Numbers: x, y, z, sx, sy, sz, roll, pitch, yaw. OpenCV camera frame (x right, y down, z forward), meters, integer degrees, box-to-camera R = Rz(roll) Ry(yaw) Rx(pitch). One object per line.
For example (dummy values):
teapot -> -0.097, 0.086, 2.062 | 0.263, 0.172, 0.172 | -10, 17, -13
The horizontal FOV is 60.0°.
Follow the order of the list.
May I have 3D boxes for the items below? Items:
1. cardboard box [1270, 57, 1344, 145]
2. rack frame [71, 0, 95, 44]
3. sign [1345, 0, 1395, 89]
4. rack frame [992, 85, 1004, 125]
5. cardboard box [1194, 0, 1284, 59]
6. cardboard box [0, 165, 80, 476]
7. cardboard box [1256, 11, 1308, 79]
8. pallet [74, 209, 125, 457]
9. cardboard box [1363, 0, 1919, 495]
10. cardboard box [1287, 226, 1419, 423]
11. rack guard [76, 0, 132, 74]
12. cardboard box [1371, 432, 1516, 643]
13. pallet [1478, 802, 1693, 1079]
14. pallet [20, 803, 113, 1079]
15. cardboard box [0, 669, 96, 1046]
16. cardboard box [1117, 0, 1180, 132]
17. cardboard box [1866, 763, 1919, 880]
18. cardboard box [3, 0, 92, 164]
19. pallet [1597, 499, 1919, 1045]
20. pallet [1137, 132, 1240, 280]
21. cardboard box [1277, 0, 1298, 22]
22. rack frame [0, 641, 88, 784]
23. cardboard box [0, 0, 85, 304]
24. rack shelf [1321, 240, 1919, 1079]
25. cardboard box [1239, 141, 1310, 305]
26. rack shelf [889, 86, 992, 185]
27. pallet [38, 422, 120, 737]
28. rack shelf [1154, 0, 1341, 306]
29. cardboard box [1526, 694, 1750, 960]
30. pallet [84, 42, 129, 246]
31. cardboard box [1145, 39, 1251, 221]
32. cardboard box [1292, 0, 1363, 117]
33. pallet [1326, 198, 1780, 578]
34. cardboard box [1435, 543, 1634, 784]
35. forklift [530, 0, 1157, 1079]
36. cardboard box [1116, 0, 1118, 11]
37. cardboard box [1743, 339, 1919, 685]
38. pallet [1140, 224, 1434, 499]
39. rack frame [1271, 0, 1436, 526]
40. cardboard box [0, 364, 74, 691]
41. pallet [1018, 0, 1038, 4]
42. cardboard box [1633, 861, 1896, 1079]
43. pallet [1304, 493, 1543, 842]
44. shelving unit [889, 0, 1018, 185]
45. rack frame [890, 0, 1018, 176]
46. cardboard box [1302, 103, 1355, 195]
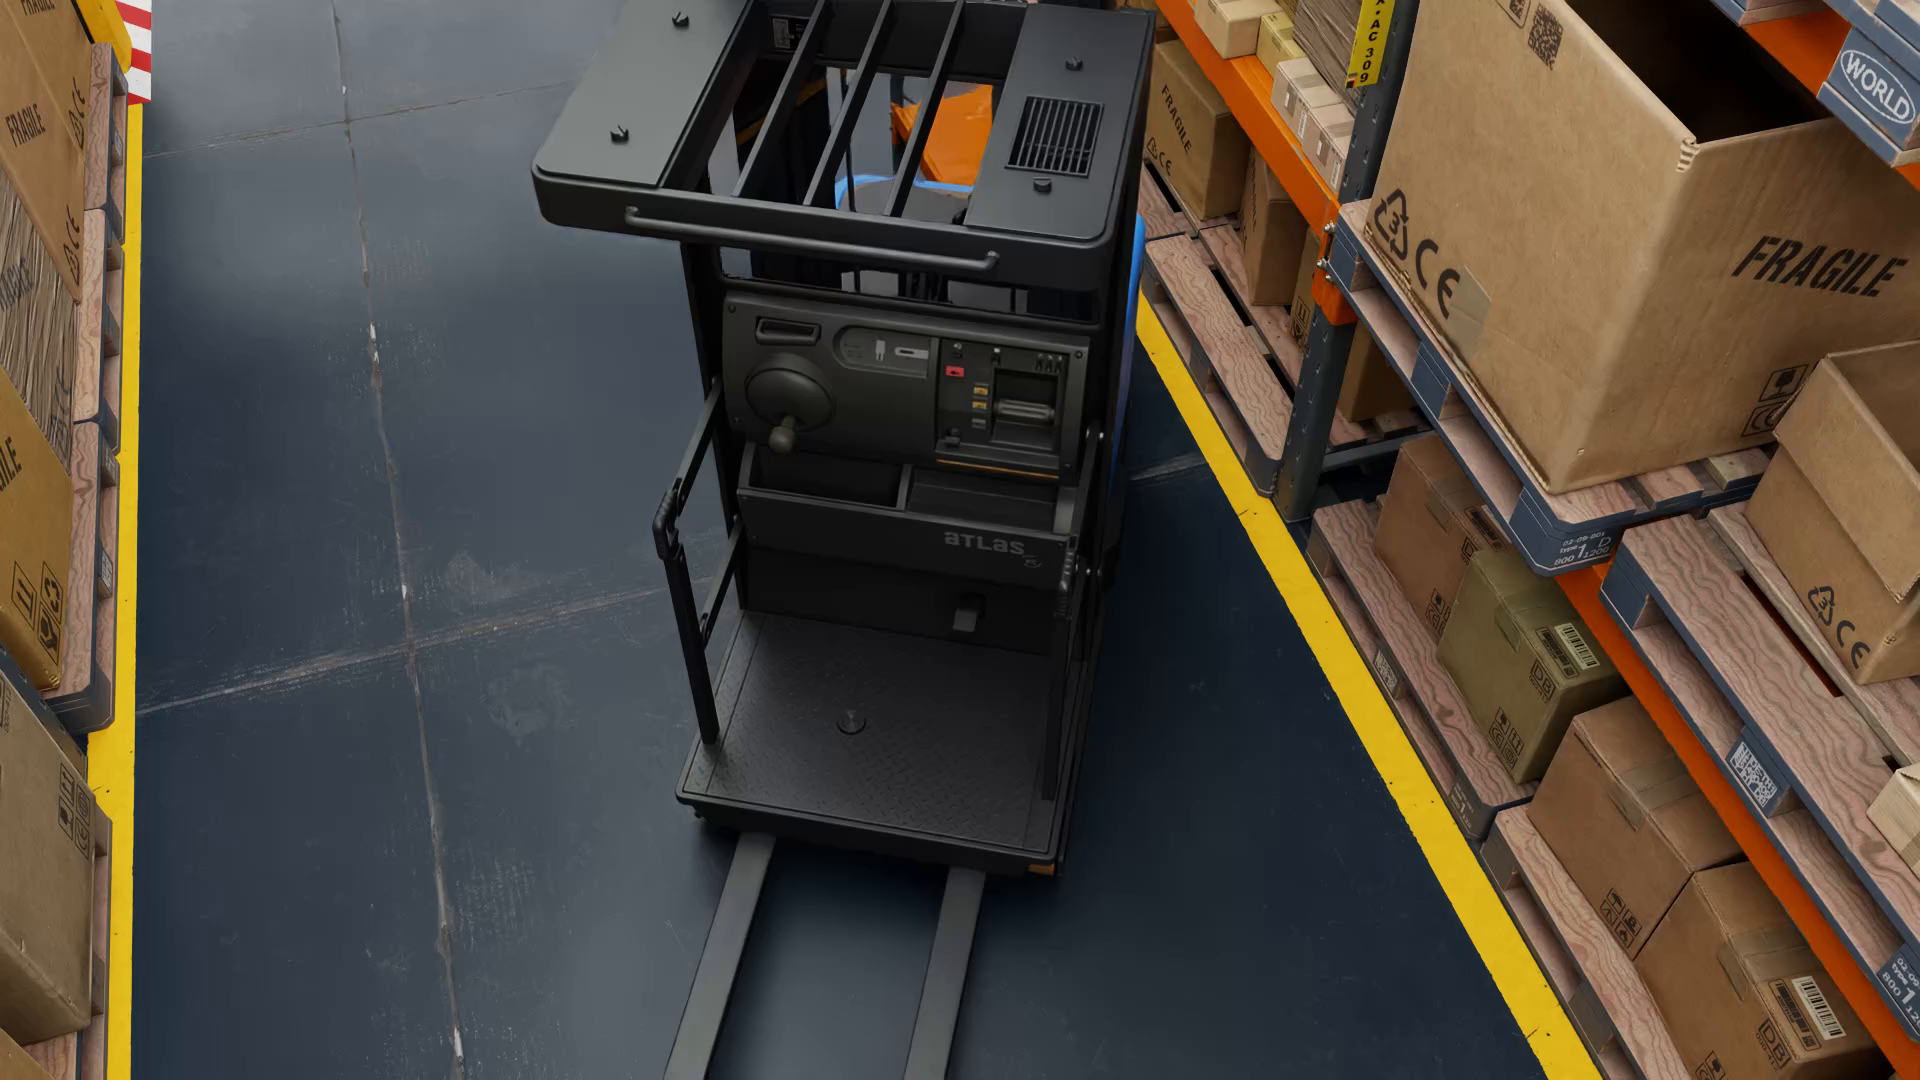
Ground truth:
cardboard box -> 1.186, -1.369, 5.107 | 0.380, 0.149, 0.250 | -13, 51, -11
rack frame -> -4.355, -3.049, 6.358 | 1.000, 3.000, 0.127 | -13, 51, -11
sign -> 1.079, -1.326, 4.340 | 0.100, 0.325, 0.005 | -13, 51, -11
rack frame -> 0.338, -1.061, 5.664 | 0.500, 1.500, 0.032 | -16, 52, -13
cardboard box -> 0.989, -1.723, 5.405 | 0.380, 0.149, 0.250 | -13, 51, -11
cardboard box -> -3.562, -0.711, 5.502 | 0.875, 0.875, 0.875 | -13, 51, -11
cardboard box -> 1.170, -1.566, 5.272 | 0.380, 0.149, 0.250 | -13, 51, -11
pallet -> -3.687, -0.694, 6.197 | 1.003, 0.211, 1.213 | -13, 51, -11
cardboard box -> 1.697, -0.892, 3.873 | 1.000, 1.000, 1.000 | -13, 51, -11
cardboard box -> 1.515, -0.806, 5.828 | 0.500, 0.500, 0.500 | -15, 51, -12
rack guard -> -4.363, -2.261, 7.329 | 1.175, 0.500, 0.348 | -13, 51, -11
cardboard box -> 1.756, -0.058, 5.184 | 0.700, 0.500, 0.500 | -17, 52, -14
pallet -> 2.192, 1.185, 4.613 | 1.003, 0.211, 1.213 | -13, 51, -11
pallet -> -2.872, 1.318, 4.501 | 1.003, 0.211, 1.213 | -13, 51, -11
cardboard box -> -2.903, 0.895, 4.230 | 1.050, 0.750, 0.750 | -14, 51, -11
cardboard box -> 0.958, -2.076, 6.898 | 0.500, 0.500, 0.500 | -9, 50, -8
cardboard box -> 2.027, 0.498, 3.182 | 0.396, 0.266, 0.258 | -15, 51, -12
cardboard box -> -4.092, -2.019, 6.605 | 0.875, 0.875, 0.875 | -13, 51, -11
pallet -> 2.154, 0.372, 3.600 | 1.003, 0.211, 1.213 | -13, 51, -11
pallet -> 0.999, -1.651, 7.004 | 1.003, 0.211, 1.213 | -13, 51, -11
cardboard box -> 1.407, -2.019, 5.230 | 0.875, 0.500, 0.500 | -13, 51, -11
rack frame -> -3.173, -0.127, 3.895 | 1.000, 3.000, 0.127 | -13, 51, -11
cardboard box -> -3.830, -1.377, 6.064 | 0.875, 0.875, 0.875 | -14, 51, -12
rack shelf -> 2.187, 0.518, 3.822 | 1.077, 0.370, 4.000 | -13, 51, -11
cardboard box -> 1.339, -1.223, 6.179 | 0.500, 0.500, 0.500 | 1, 50, 1
rack shelf -> 0.158, -1.308, 6.107 | 0.538, 0.185, 1.000 | -16, 52, -13
pallet -> -3.323, 0.198, 5.445 | 1.003, 0.211, 1.213 | -13, 51, -11
rack shelf -> 1.004, -2.404, 6.285 | 1.077, 0.370, 4.000 | -13, 51, -11
cardboard box -> 2.045, 0.703, 4.542 | 0.700, 0.500, 0.500 | -17, 52, -14
pallet -> -4.044, -1.584, 6.947 | 1.003, 0.211, 1.213 | -13, 51, -11
cardboard box -> 1.080, -1.658, 6.546 | 0.500, 0.500, 0.500 | -17, 52, -14
cardboard box -> 1.521, -1.646, 4.916 | 0.875, 0.500, 0.500 | -13, 51, -11
pallet -> 1.683, -0.522, 4.354 | 1.003, 0.211, 1.213 | -13, 51, -11
cardboard box -> 1.880, 0.295, 4.887 | 0.700, 0.500, 0.500 | -14, 51, -11
forklift -> -0.184, -0.273, 4.063 | 1.130, 2.935, 3.031 | 8, 50, 7
cardboard box -> 0.791, -2.537, 7.288 | 0.500, 0.500, 0.500 | -2, 50, -1
cardboard box -> 2.196, -0.098, 3.529 | 0.797, 0.503, 0.637 | -9, 50, -7
pallet -> 1.363, -0.759, 6.252 | 1.003, 0.211, 1.213 | -13, 51, -11
rack frame -> 1.595, -1.175, 4.779 | 1.000, 3.000, 0.127 | -13, 51, -11
cardboard box -> -3.292, -0.053, 4.948 | 0.875, 0.875, 0.875 | -13, 51, -10
pallet -> 0.641, -2.541, 7.754 | 1.003, 0.211, 1.213 | -13, 51, -11
cardboard box -> 2.211, 1.111, 4.199 | 0.700, 0.500, 0.500 | -9, 51, -8
pallet -> 1.827, 0.292, 5.366 | 1.003, 0.211, 1.213 | -13, 51, -11
shelving unit -> 0.161, -1.418, 5.964 | 0.587, 1.500, 1.083 | -16, 52, -13
rack frame -> -0.023, -1.788, 6.276 | 0.500, 1.500, 0.032 | -16, 52, -13
cardboard box -> 1.251, -1.185, 4.951 | 0.380, 0.149, 0.250 | -13, 51, -11
